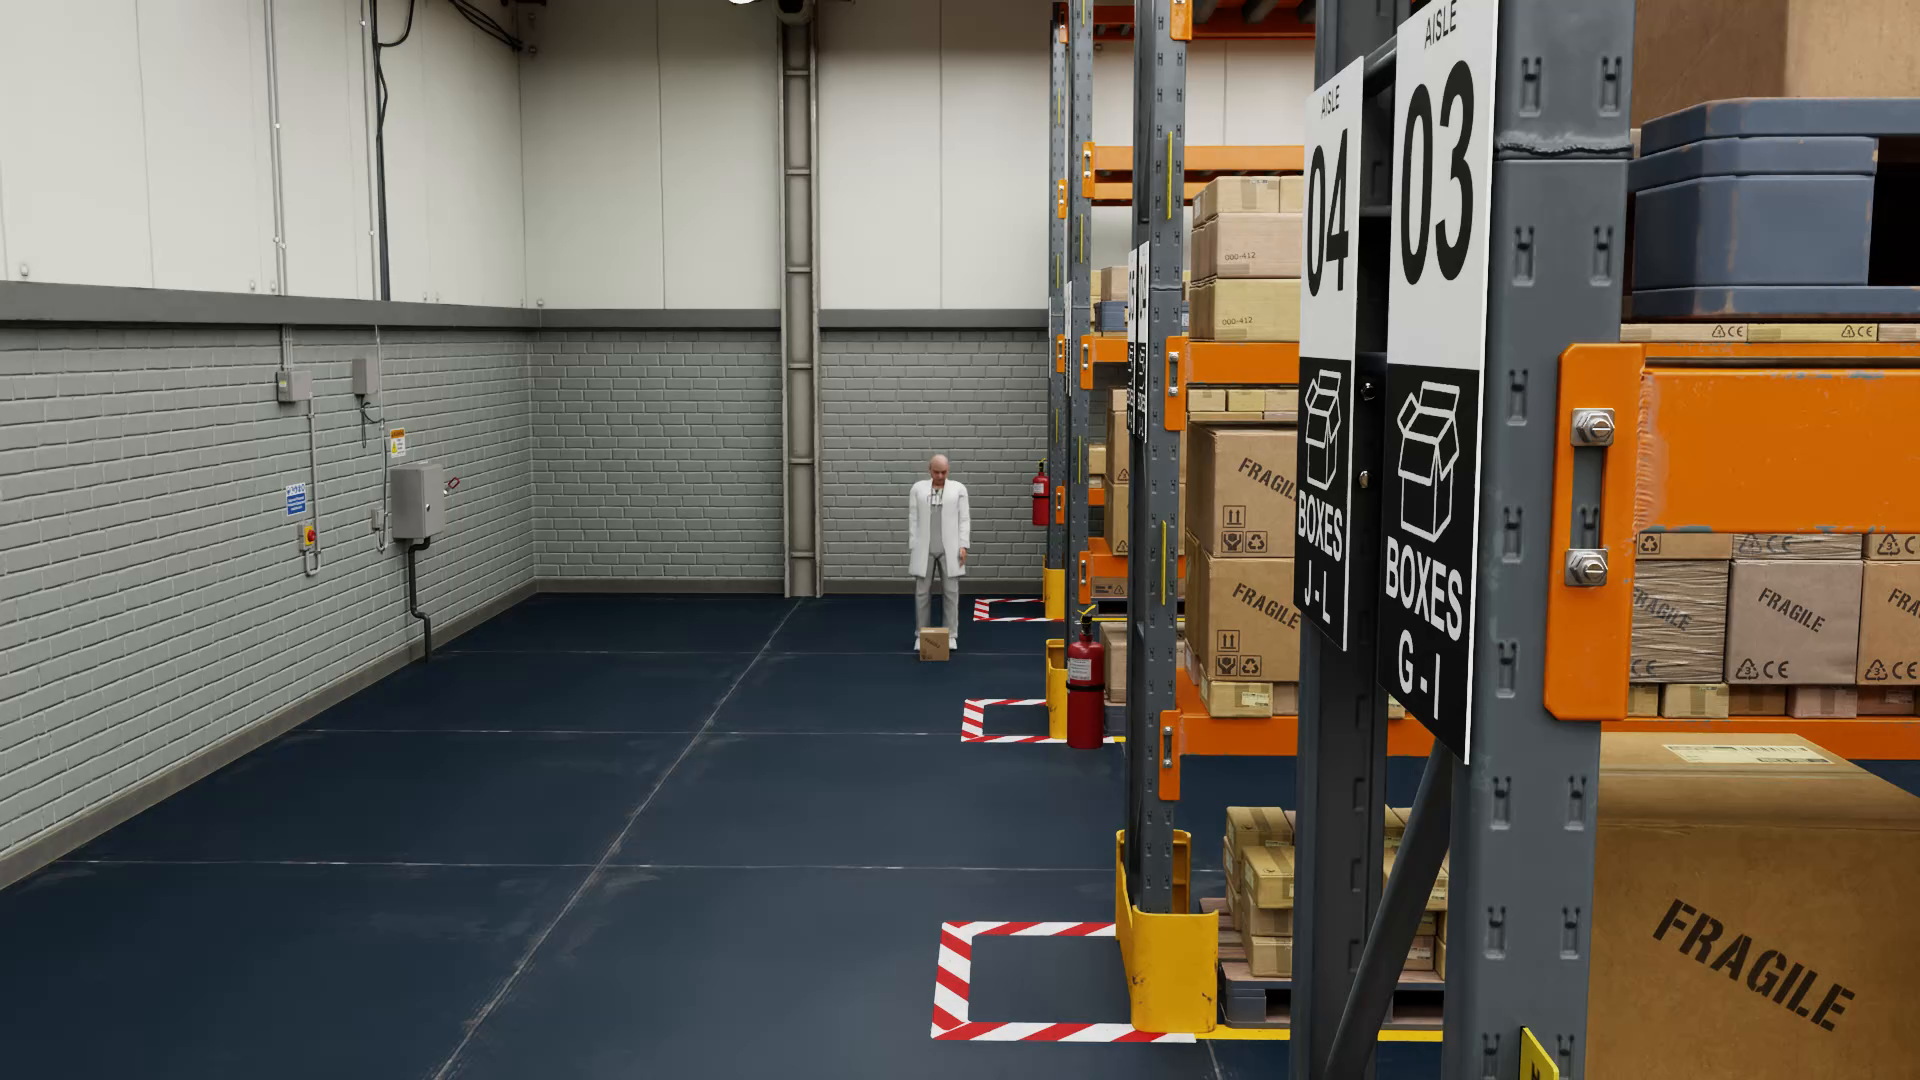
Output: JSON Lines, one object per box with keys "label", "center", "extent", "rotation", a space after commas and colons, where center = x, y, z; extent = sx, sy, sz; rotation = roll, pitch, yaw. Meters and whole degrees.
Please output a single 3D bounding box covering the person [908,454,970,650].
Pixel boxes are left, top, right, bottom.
{"label": "person", "center": [-0.189, 0.108, 15.040], "extent": [0.565, 1.771, 0.378], "rotation": [0, 7, 2]}
